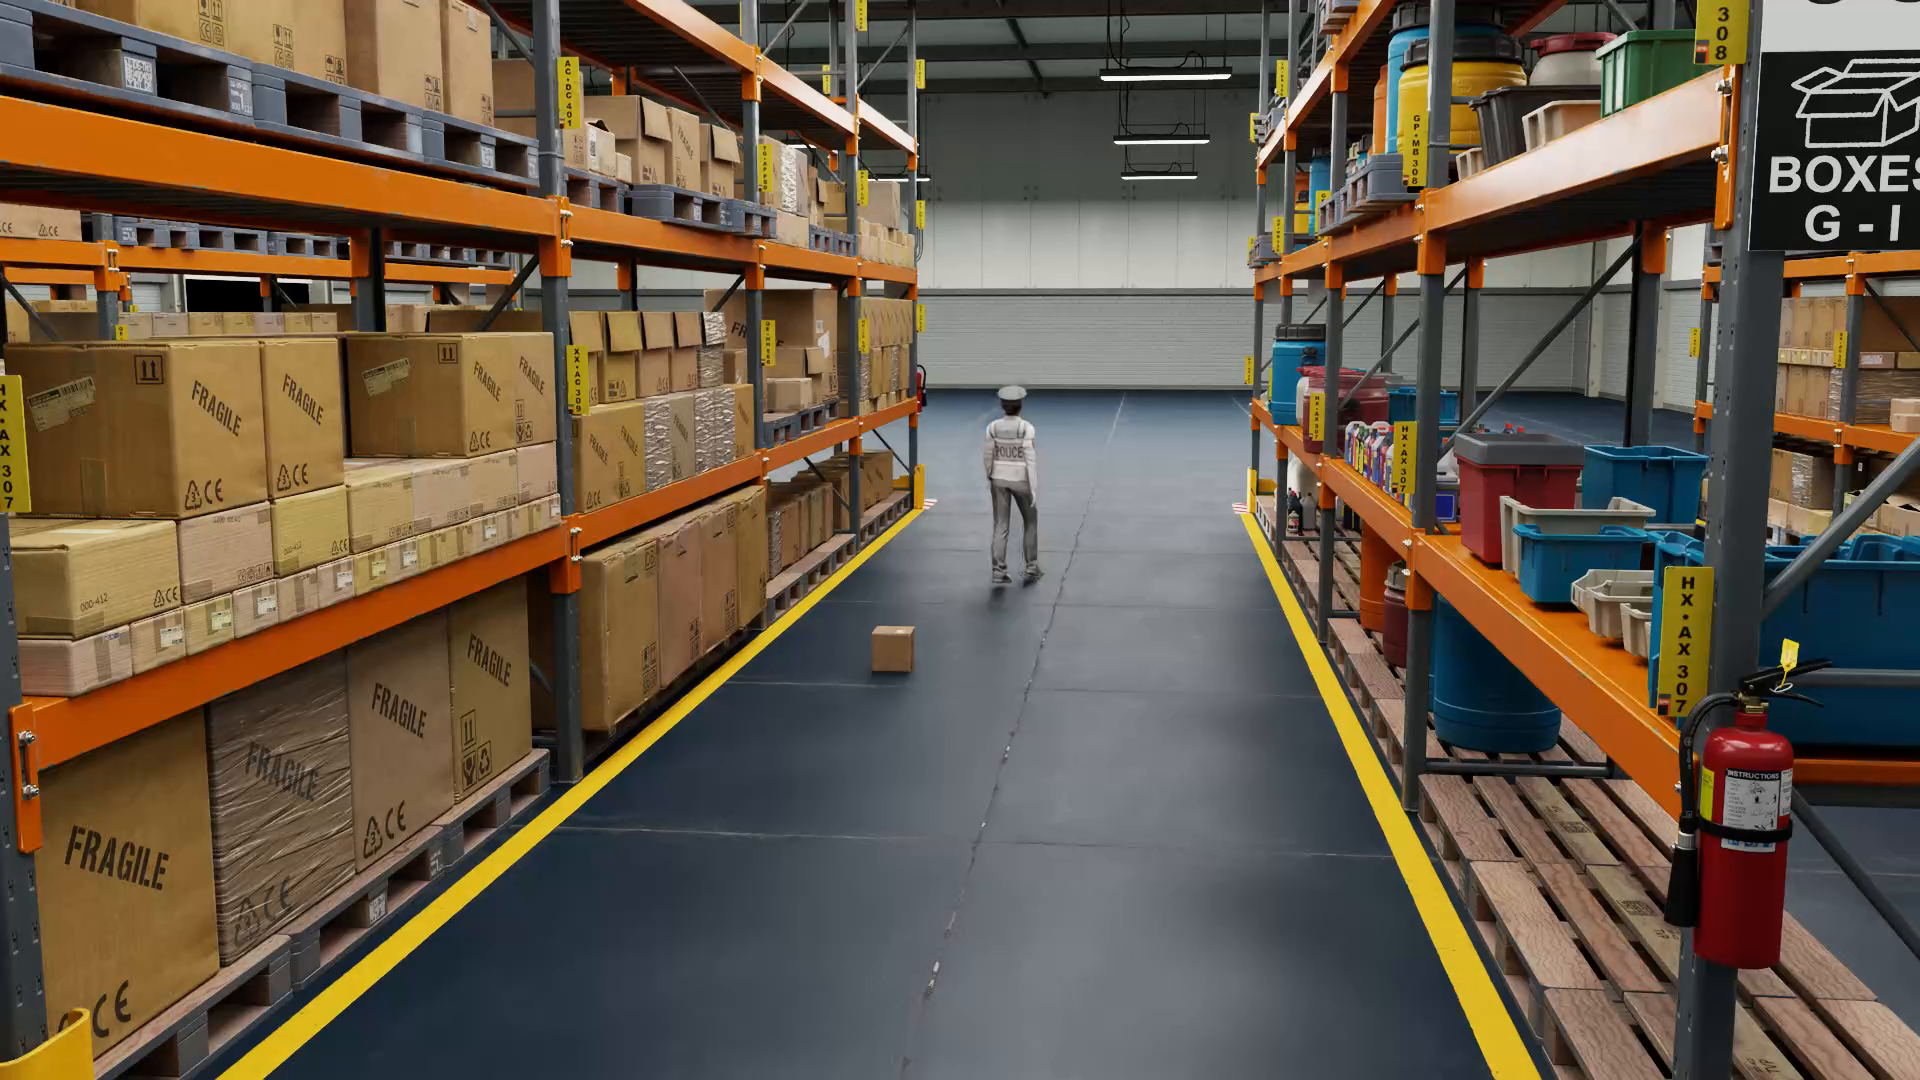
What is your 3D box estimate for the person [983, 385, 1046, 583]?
[{"bbox_3d":[0.463,-0.477,14.189,0.510,1.689,0.790,3,8,18],"label":"person"}]
